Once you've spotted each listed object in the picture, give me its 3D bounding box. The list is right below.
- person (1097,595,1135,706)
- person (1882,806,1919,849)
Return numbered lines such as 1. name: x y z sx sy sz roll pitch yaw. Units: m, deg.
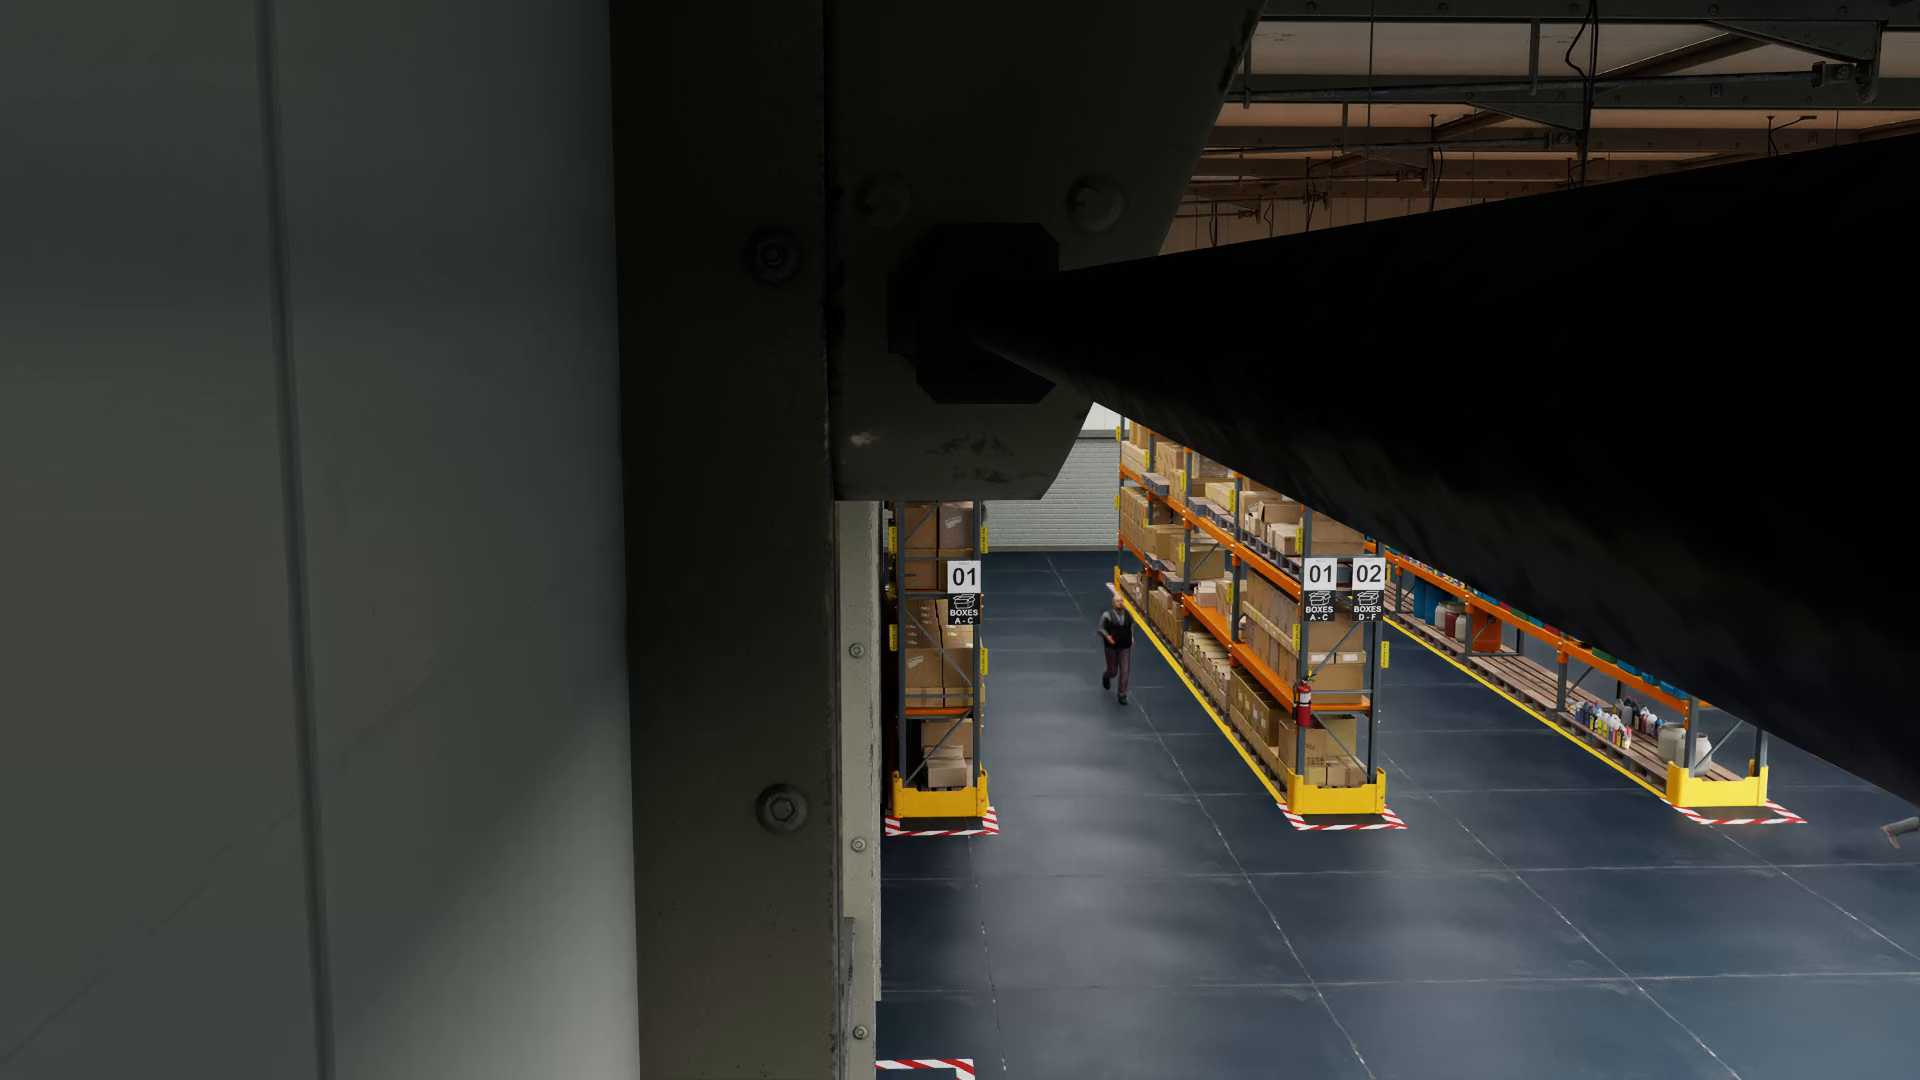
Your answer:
1. person: 2.493 1.710 26.338 0.663 1.707 0.927 -2 8 -11
2. person: 10.878 2.848 18.738 0.750 1.615 0.586 4 9 28
